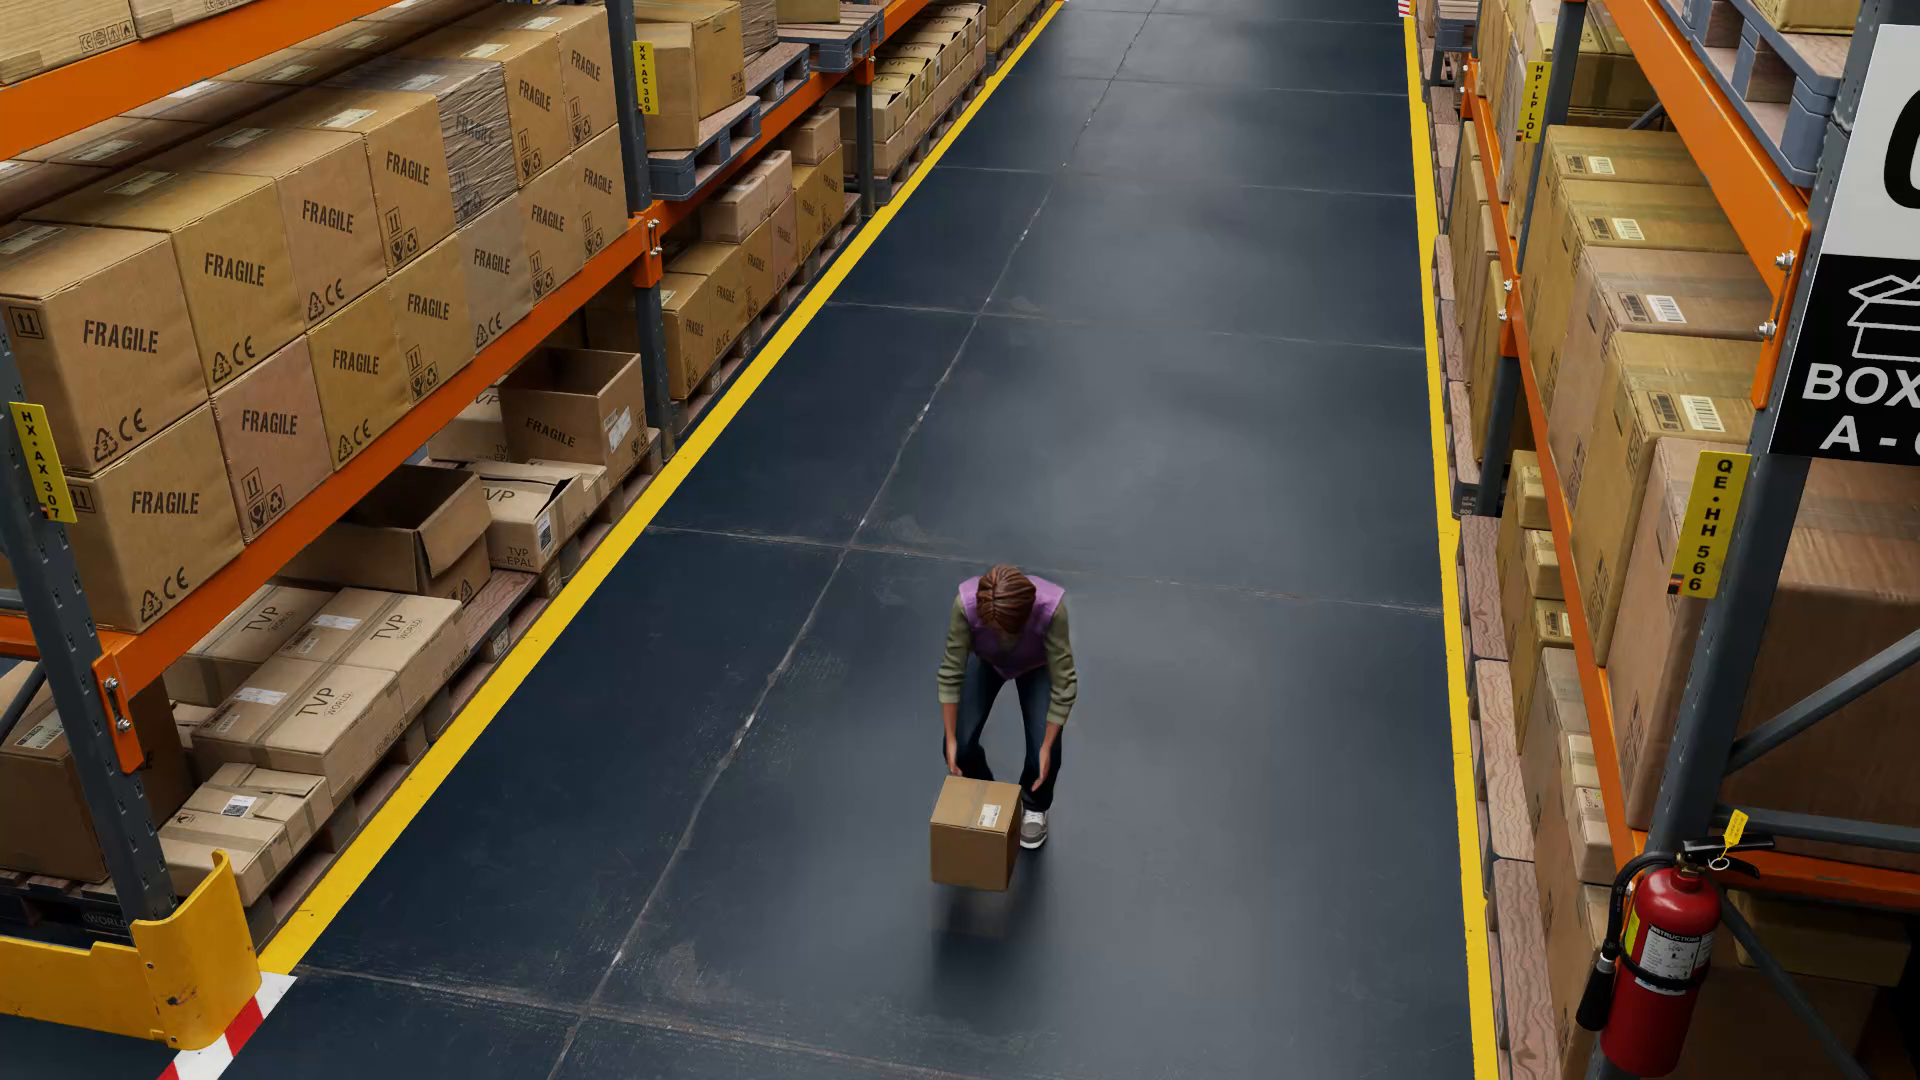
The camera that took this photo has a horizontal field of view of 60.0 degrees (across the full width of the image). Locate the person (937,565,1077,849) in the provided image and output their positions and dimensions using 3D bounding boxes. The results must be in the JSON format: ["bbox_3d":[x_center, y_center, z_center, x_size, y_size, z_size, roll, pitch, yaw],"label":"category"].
[{"bbox_3d":[0.181,0.521,5.614,0.462,1.203,0.698,6,30,11],"label":"person"}]
